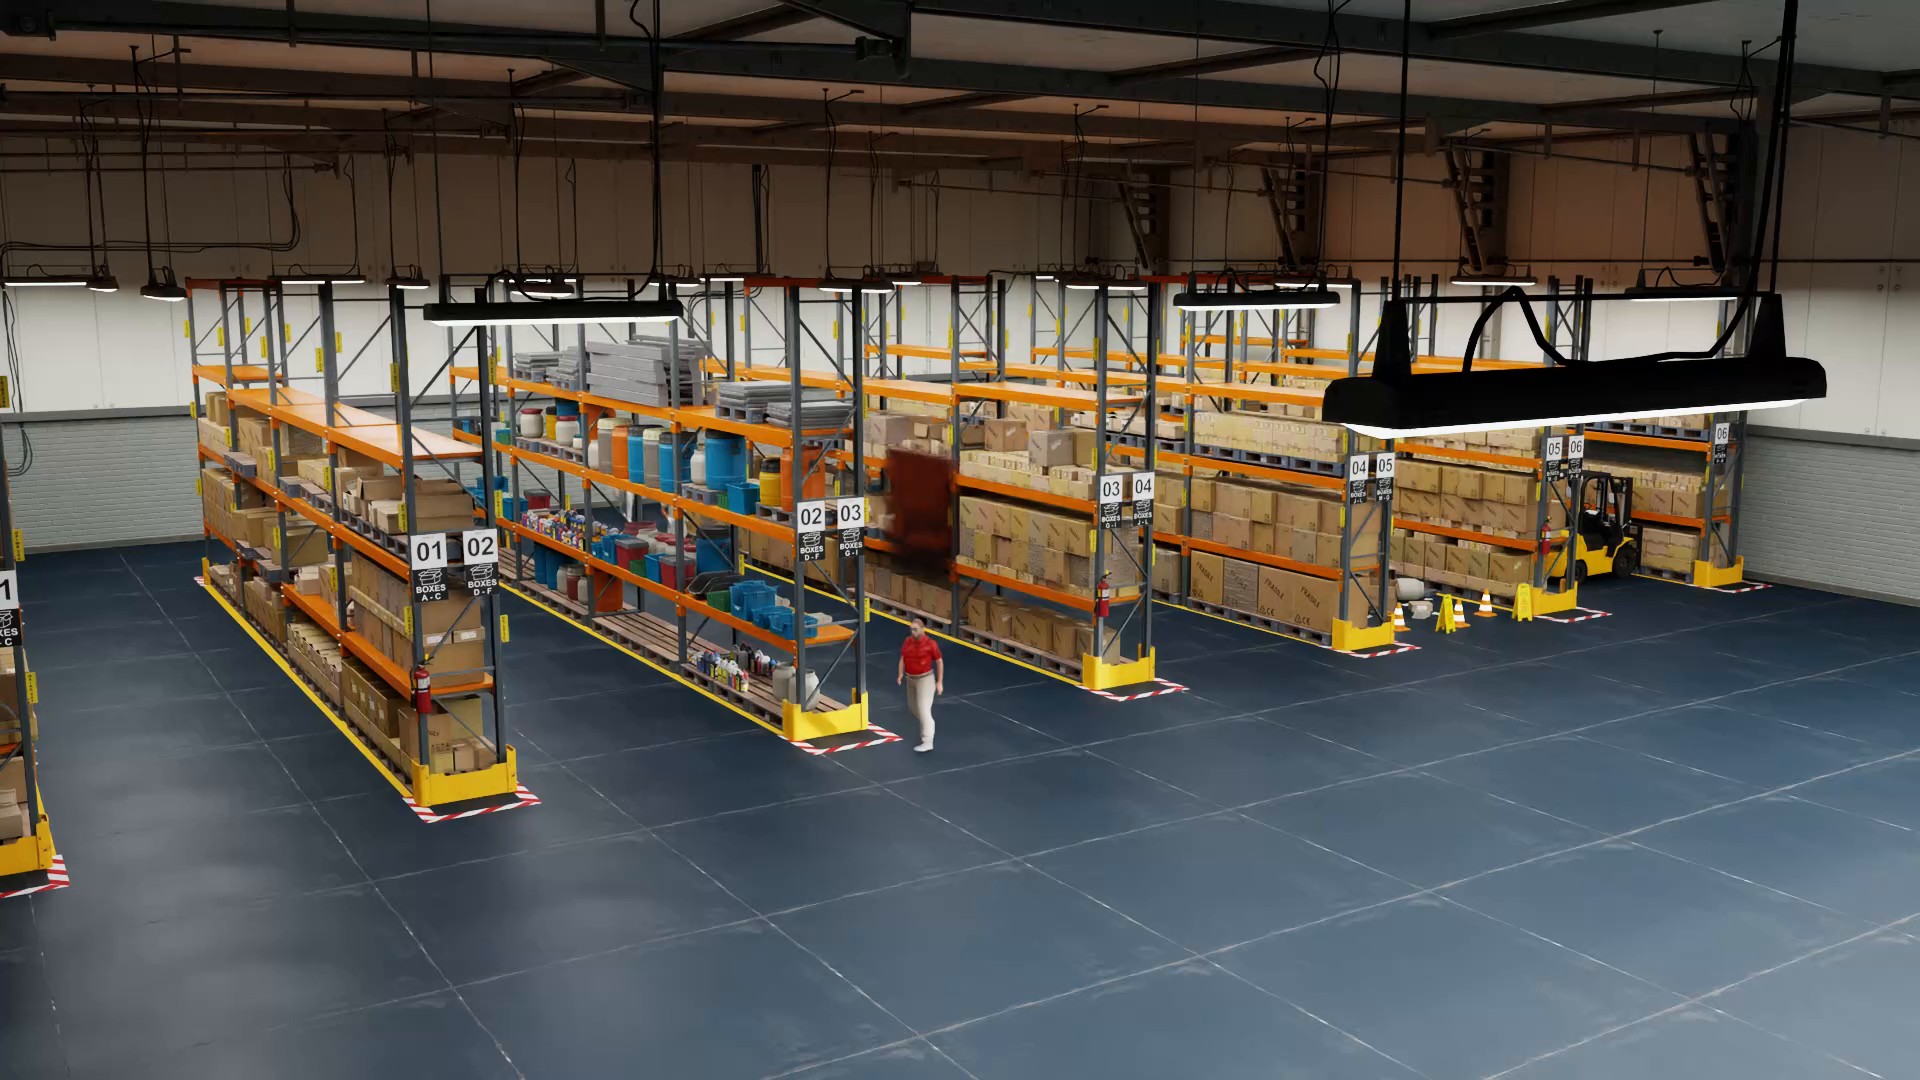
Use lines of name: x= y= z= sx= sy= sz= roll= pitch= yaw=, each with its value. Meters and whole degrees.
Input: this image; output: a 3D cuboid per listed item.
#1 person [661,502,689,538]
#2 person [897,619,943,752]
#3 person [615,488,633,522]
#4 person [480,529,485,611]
person: x=-6.047 y=-0.410 z=35.437 sx=0.675 sy=1.678 sz=0.664 roll=-4 pitch=10 yaw=-22
person: x=-0.502 y=1.868 z=21.875 sx=0.698 sy=1.667 sz=0.827 roll=9 pitch=13 yaw=43
person: x=-8.179 y=-1.252 z=40.500 sx=0.452 sy=1.626 sz=1.023 roll=-2 pitch=10 yaw=-12
person: x=-8.731 y=0.532 z=30.087 sx=0.584 sy=1.593 sz=0.697 roll=-4 pitch=10 yaw=-23
